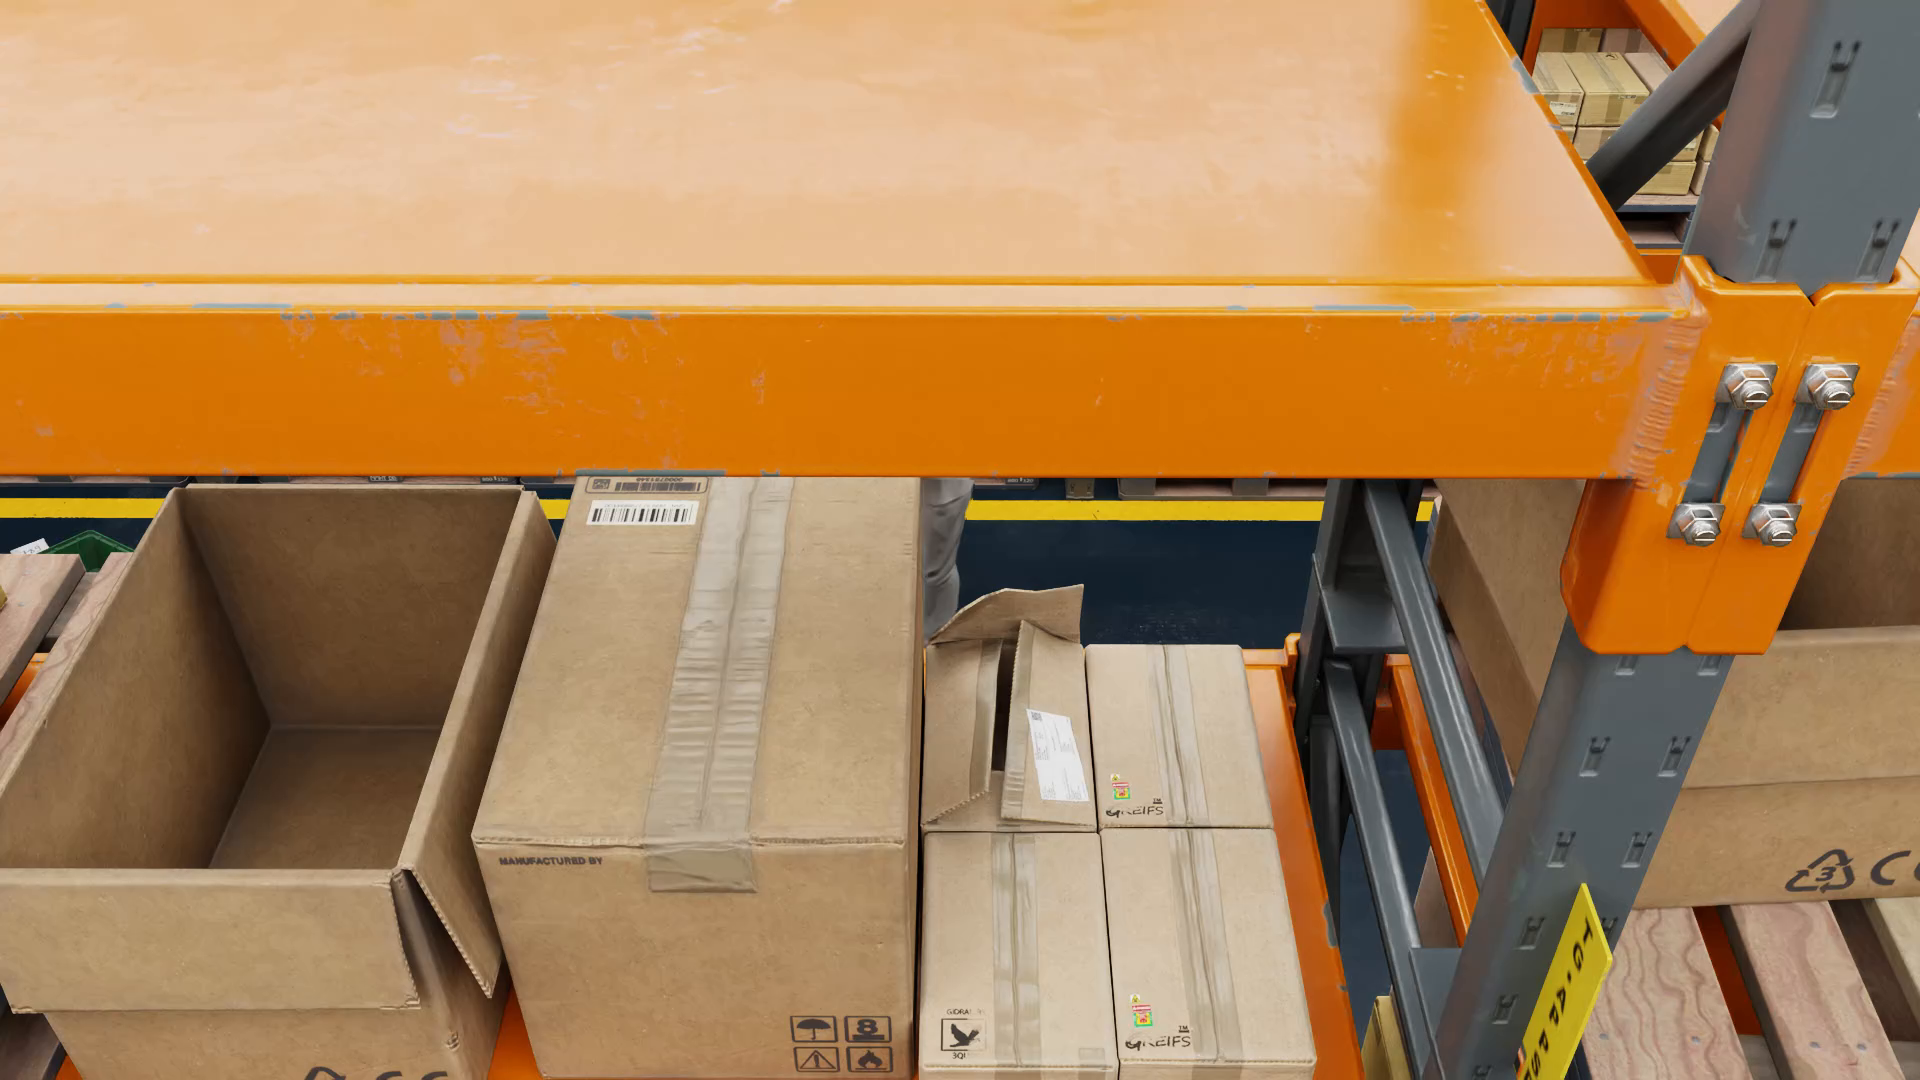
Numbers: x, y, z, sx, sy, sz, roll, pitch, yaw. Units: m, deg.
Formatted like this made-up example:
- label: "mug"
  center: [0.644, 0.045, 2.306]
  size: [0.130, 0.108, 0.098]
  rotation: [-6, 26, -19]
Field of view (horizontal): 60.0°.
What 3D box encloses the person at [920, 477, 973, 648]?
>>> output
- label: "person"
  center: [-0.150, -0.214, 6.412]
  size: [0.534, 1.676, 0.479]
  rotation: [-9, 41, -11]
